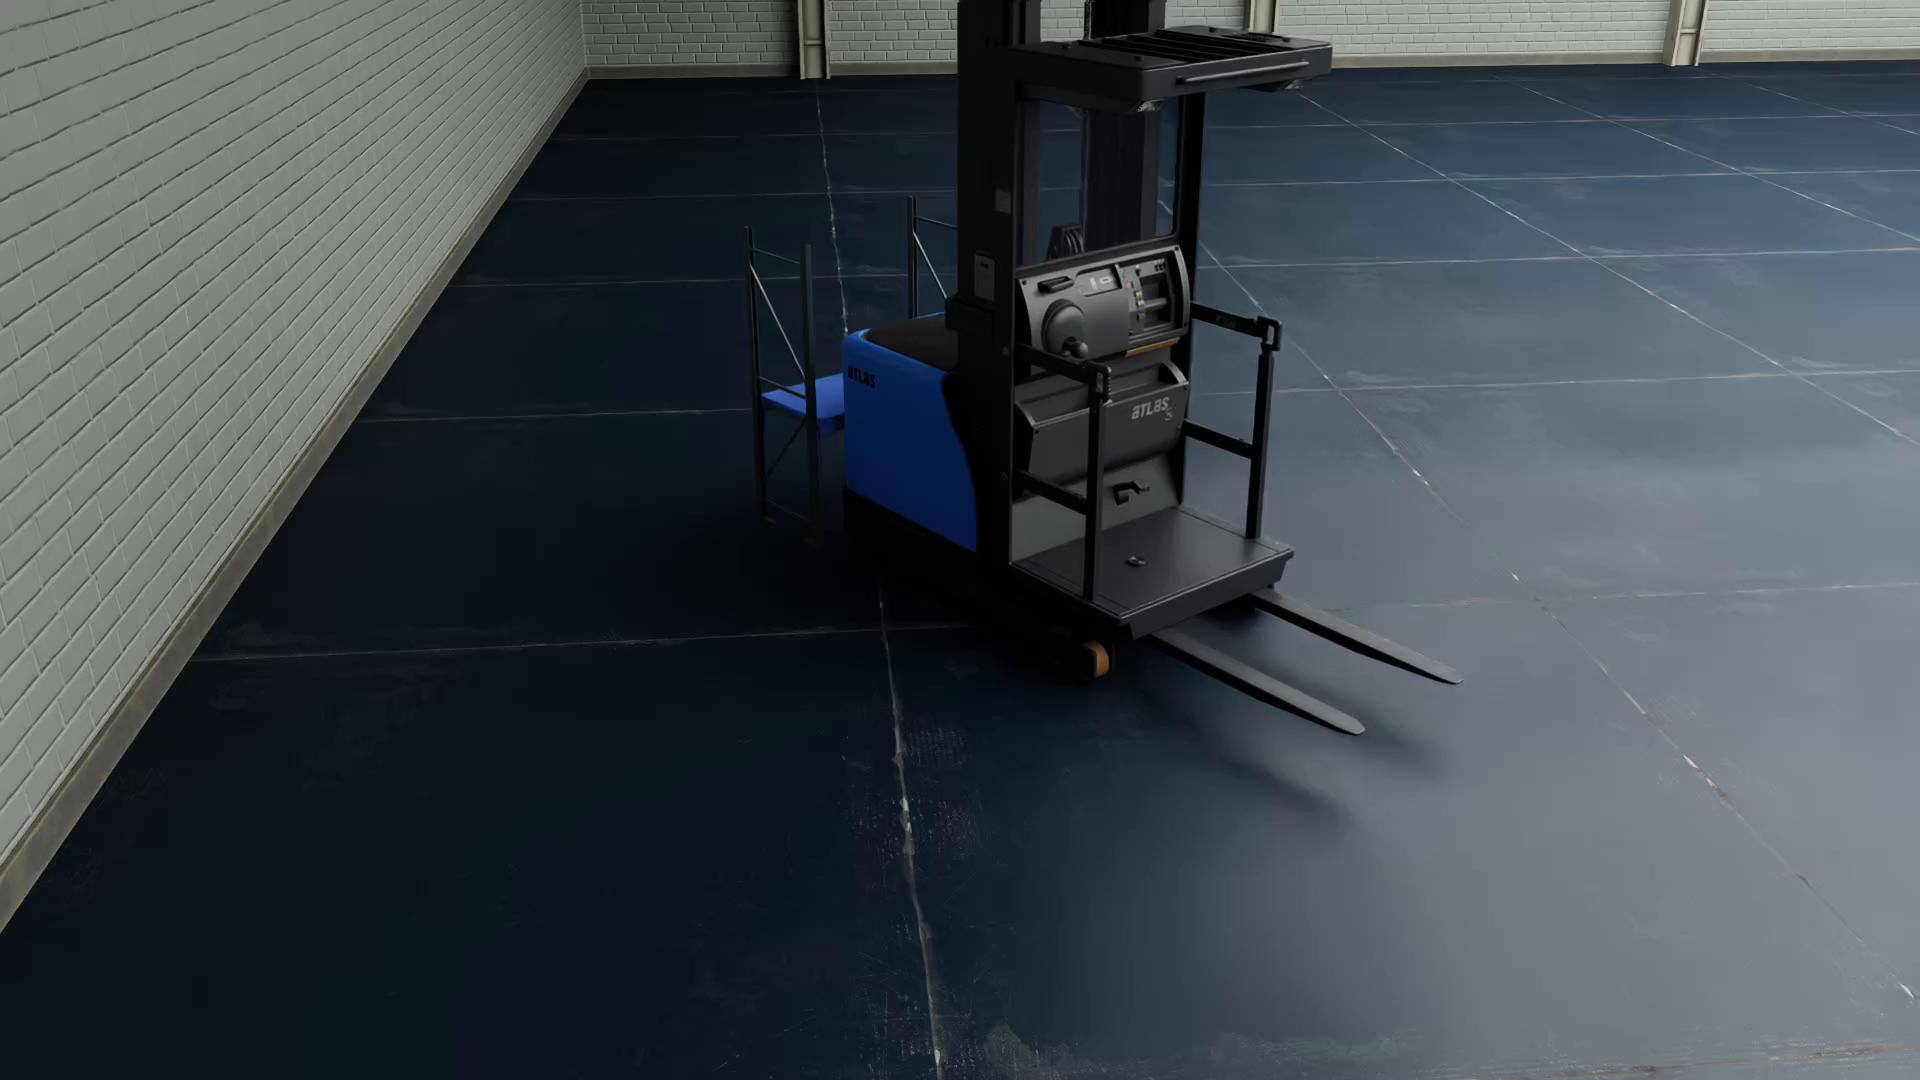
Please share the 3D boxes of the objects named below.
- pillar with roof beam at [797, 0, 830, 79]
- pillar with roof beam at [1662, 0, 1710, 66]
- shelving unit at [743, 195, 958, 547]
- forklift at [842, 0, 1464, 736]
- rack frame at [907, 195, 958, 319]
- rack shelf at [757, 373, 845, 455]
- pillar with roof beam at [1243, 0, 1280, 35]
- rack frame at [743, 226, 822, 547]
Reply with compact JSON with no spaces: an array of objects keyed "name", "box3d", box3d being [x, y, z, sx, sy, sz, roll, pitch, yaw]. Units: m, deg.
[{"name":"pillar with roof beam","box3d":[-1.502,-8.517,16.333,0.400,9.000,9.100,-2,24,-5]},{"name":"pillar with roof beam","box3d":[10.440,-8.996,17.411,0.400,9.000,9.100,-2,24,-5]},{"name":"shelving unit","box3d":[-0.477,-0.868,8.355,1.048,1.500,0.538,-20,31,-37]},{"name":"forklift","box3d":[0.752,-0.983,6.853,1.130,2.935,3.031,-18,30,-35]},{"name":"rack frame","box3d":[-0.095,-1.004,8.662,0.032,1.500,0.500,-20,31,-37]},{"name":"rack shelf","box3d":[-0.477,-0.703,8.428,1.000,0.185,0.538,-20,31,-37]},{"name":"pillar with roof beam","box3d":[4.469,-8.757,16.872,0.400,9.000,9.100,-2,24,-5]},{"name":"rack frame","box3d":[-0.858,-0.731,8.048,0.032,1.500,0.500,-20,31,-37]}]
